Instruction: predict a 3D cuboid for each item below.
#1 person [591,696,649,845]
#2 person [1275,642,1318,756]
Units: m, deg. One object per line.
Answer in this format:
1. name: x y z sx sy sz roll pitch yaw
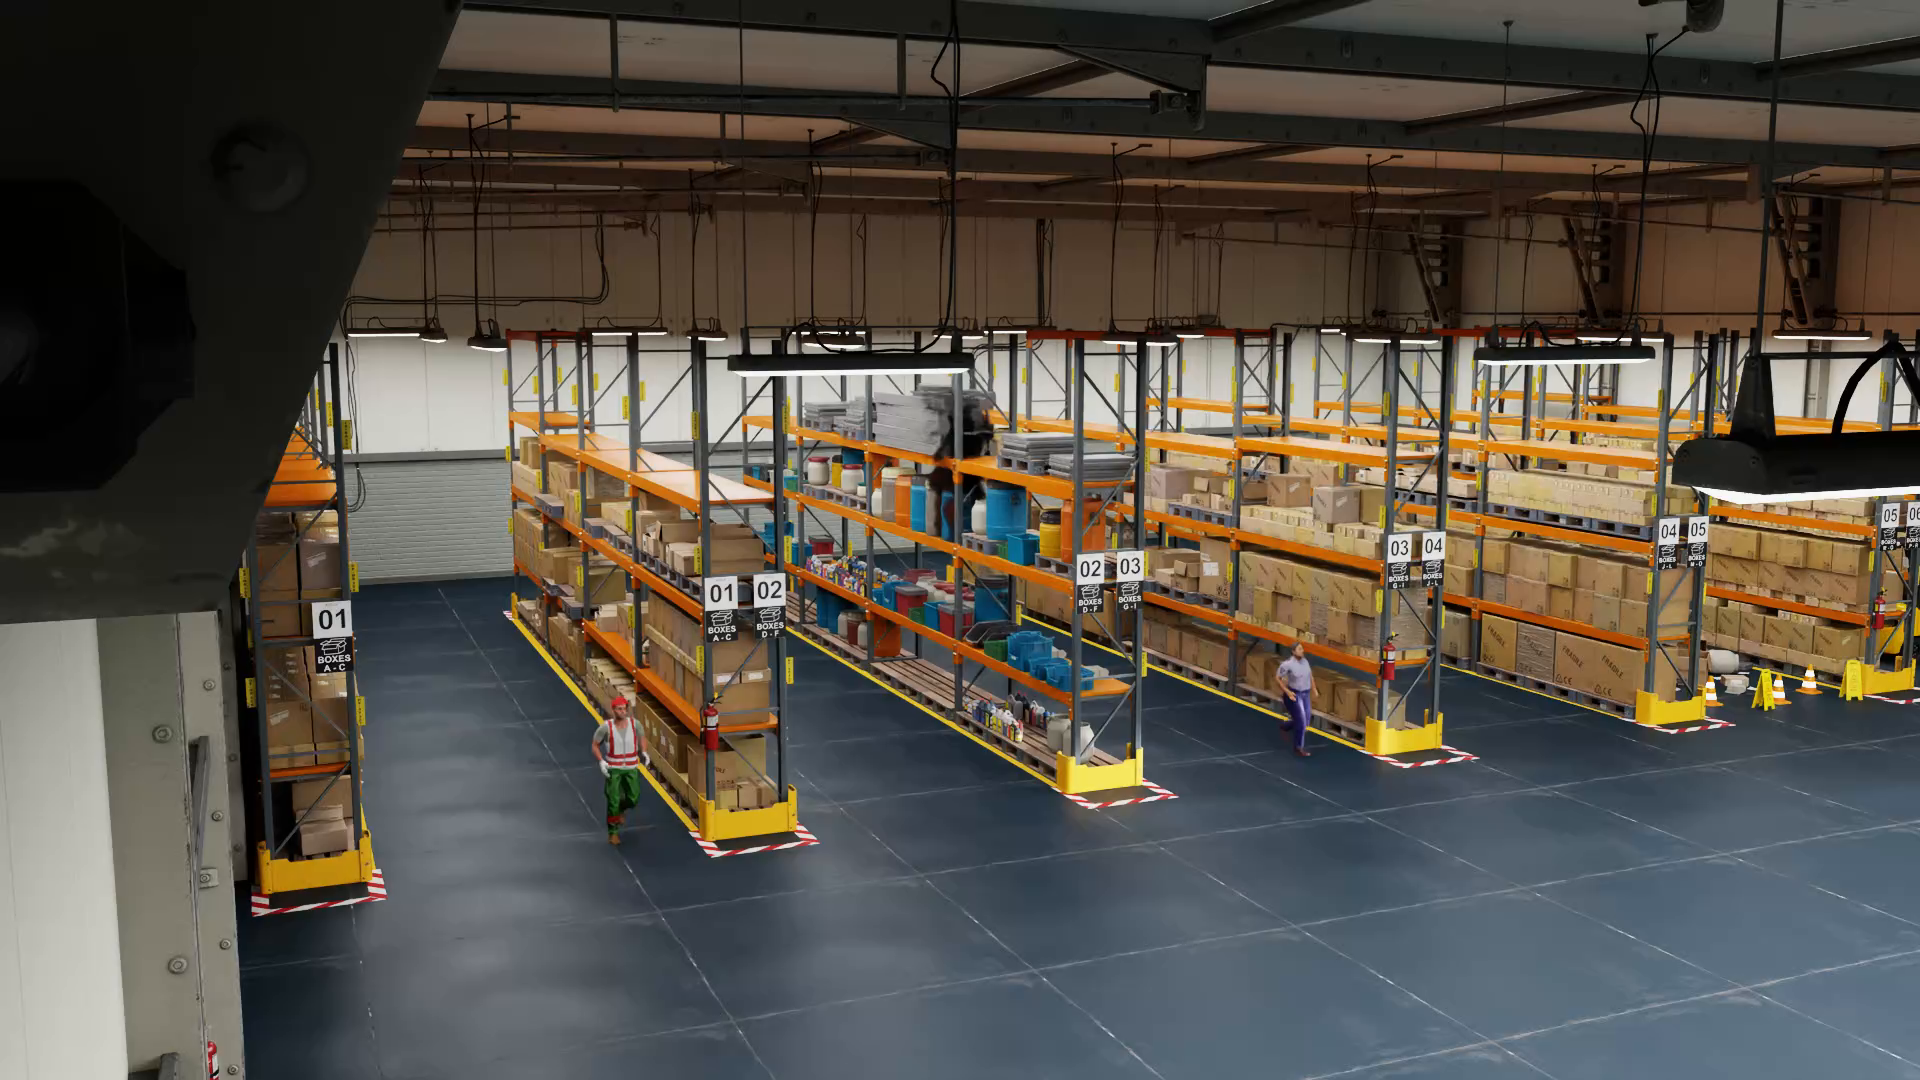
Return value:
1. person: -4.105 2.752 20.111 0.686 1.756 0.613 -3 8 -23
2. person: 4.810 2.259 23.958 0.641 1.598 0.722 -5 9 -34
